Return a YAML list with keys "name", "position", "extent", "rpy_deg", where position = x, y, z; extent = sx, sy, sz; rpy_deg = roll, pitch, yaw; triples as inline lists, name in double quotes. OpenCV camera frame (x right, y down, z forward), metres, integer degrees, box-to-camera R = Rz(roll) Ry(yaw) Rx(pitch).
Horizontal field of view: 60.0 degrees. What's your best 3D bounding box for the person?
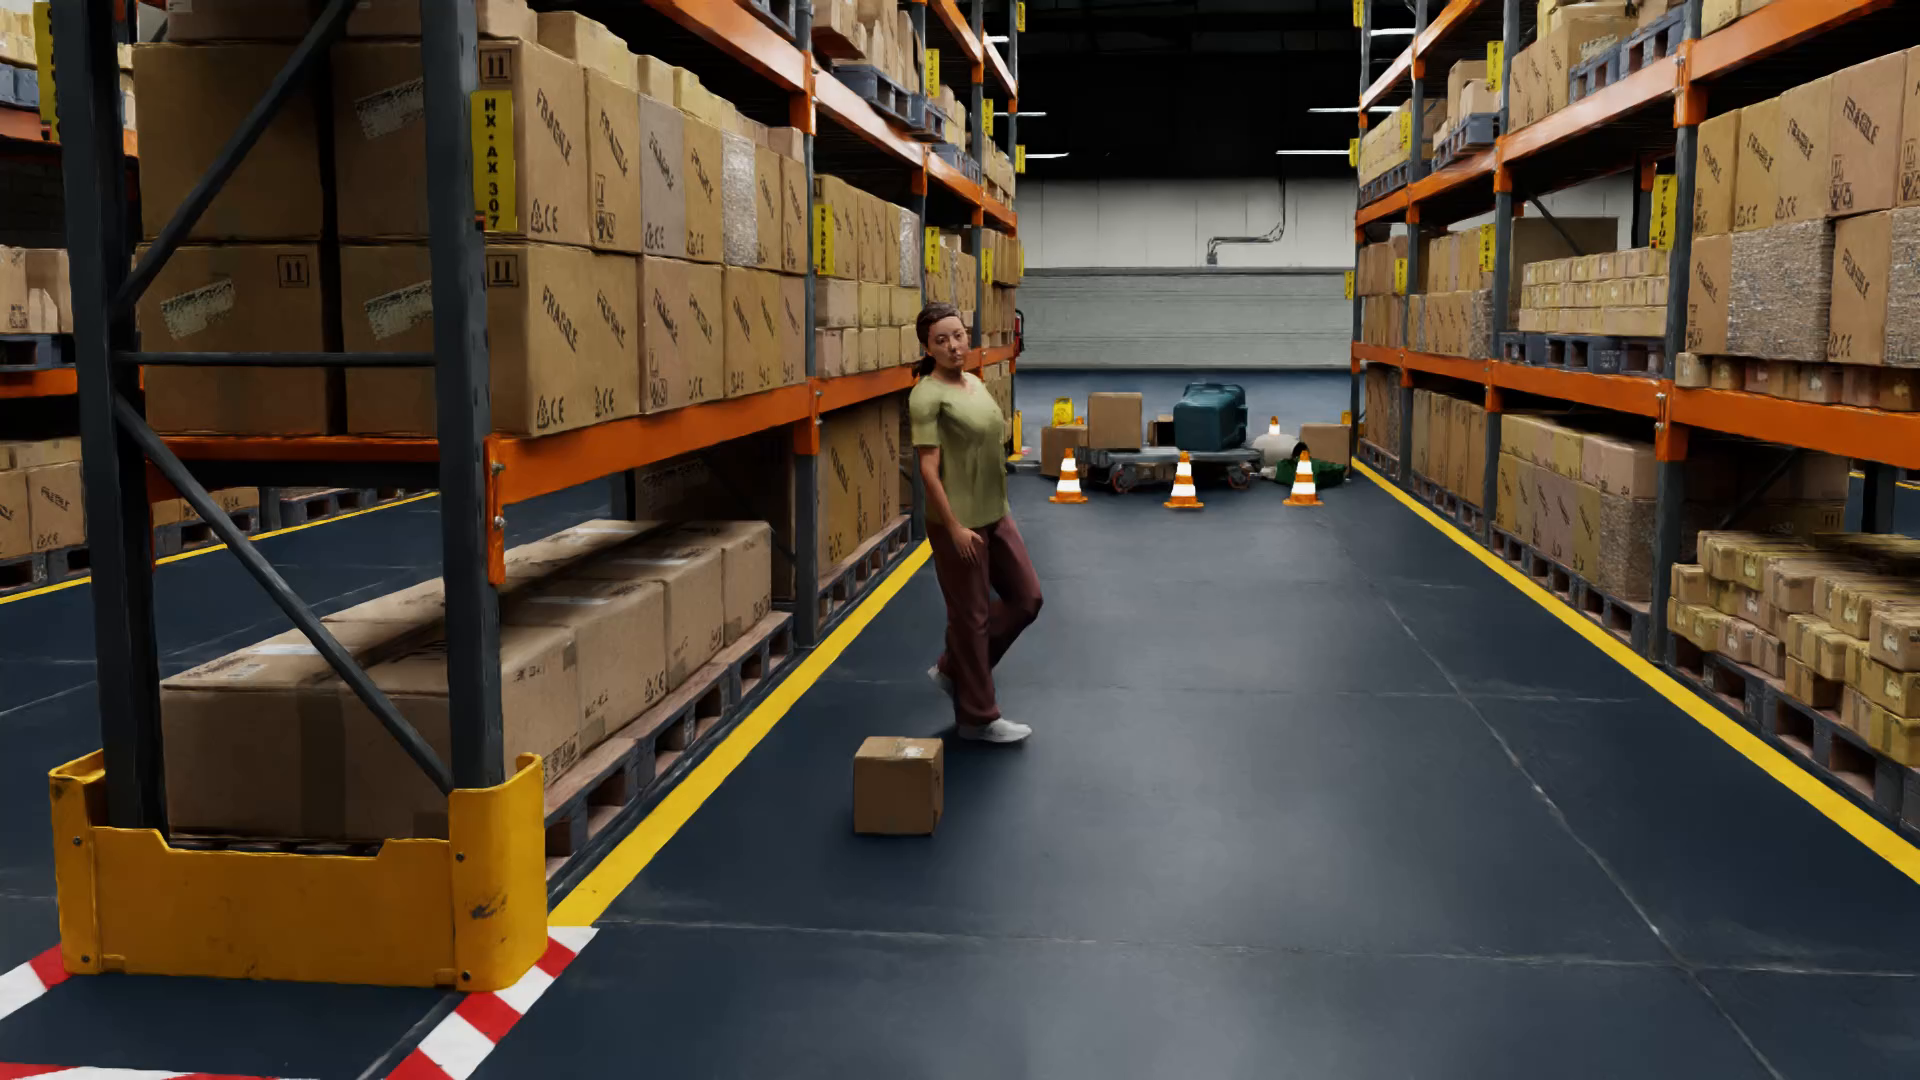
- name: "person"
  position: [0.012, -0.056, 6.207]
  extent: [0.478, 1.653, 0.525]
  rpy_deg: [6, 10, 37]
